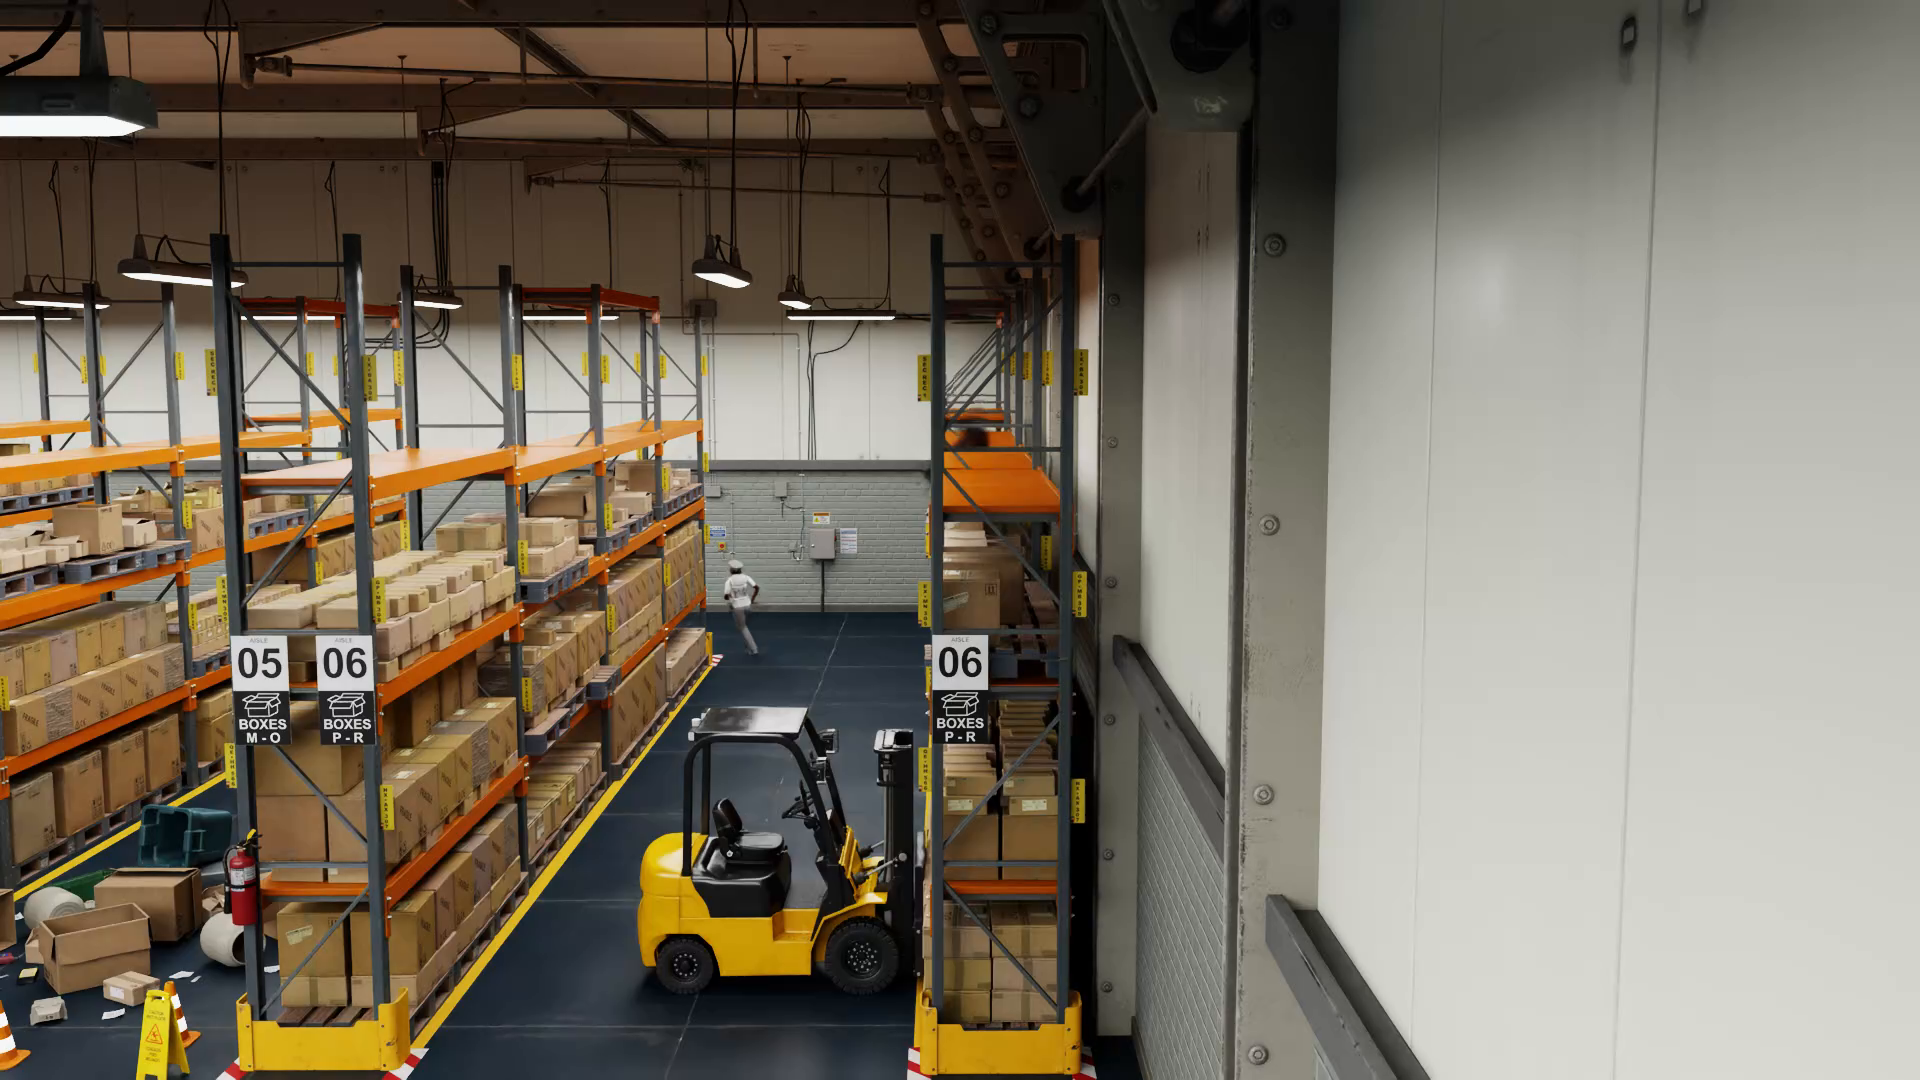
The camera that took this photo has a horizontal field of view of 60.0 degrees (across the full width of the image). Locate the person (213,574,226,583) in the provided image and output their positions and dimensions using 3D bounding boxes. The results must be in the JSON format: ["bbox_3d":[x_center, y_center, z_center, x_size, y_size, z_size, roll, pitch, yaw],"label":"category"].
[{"bbox_3d":[-11.389,1.425,25.958,0.665,1.820,0.896,1,6,5],"label":"person"}]

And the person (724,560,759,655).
[{"bbox_3d":[-3.782,1.196,28.646,0.660,1.720,0.581,6,9,42],"label":"person"}]
